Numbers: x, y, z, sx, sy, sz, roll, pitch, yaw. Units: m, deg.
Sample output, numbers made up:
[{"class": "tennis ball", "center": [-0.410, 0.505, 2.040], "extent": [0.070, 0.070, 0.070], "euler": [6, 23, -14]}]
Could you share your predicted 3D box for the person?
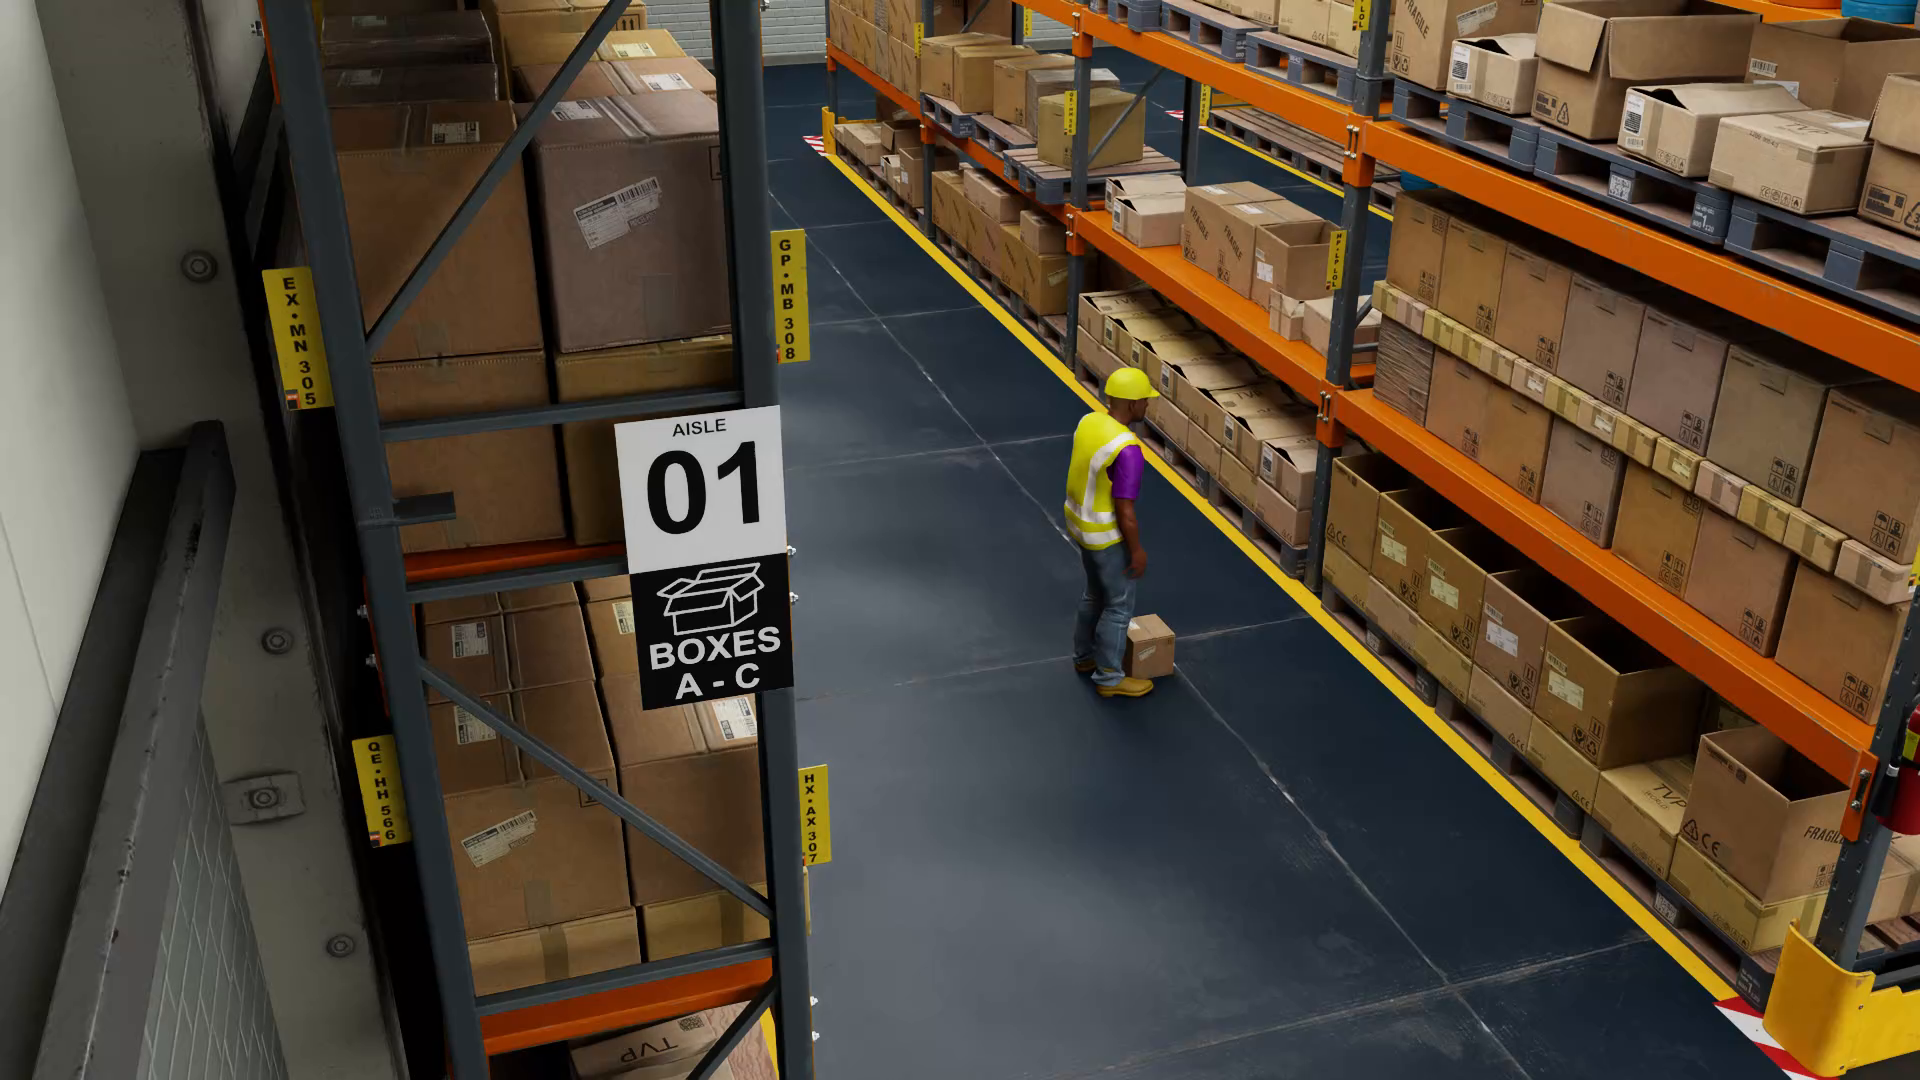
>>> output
[{"class": "person", "center": [0.797, -0.054, 8.702], "extent": [0.463, 1.760, 0.635], "euler": [-9, 27, -17]}]
